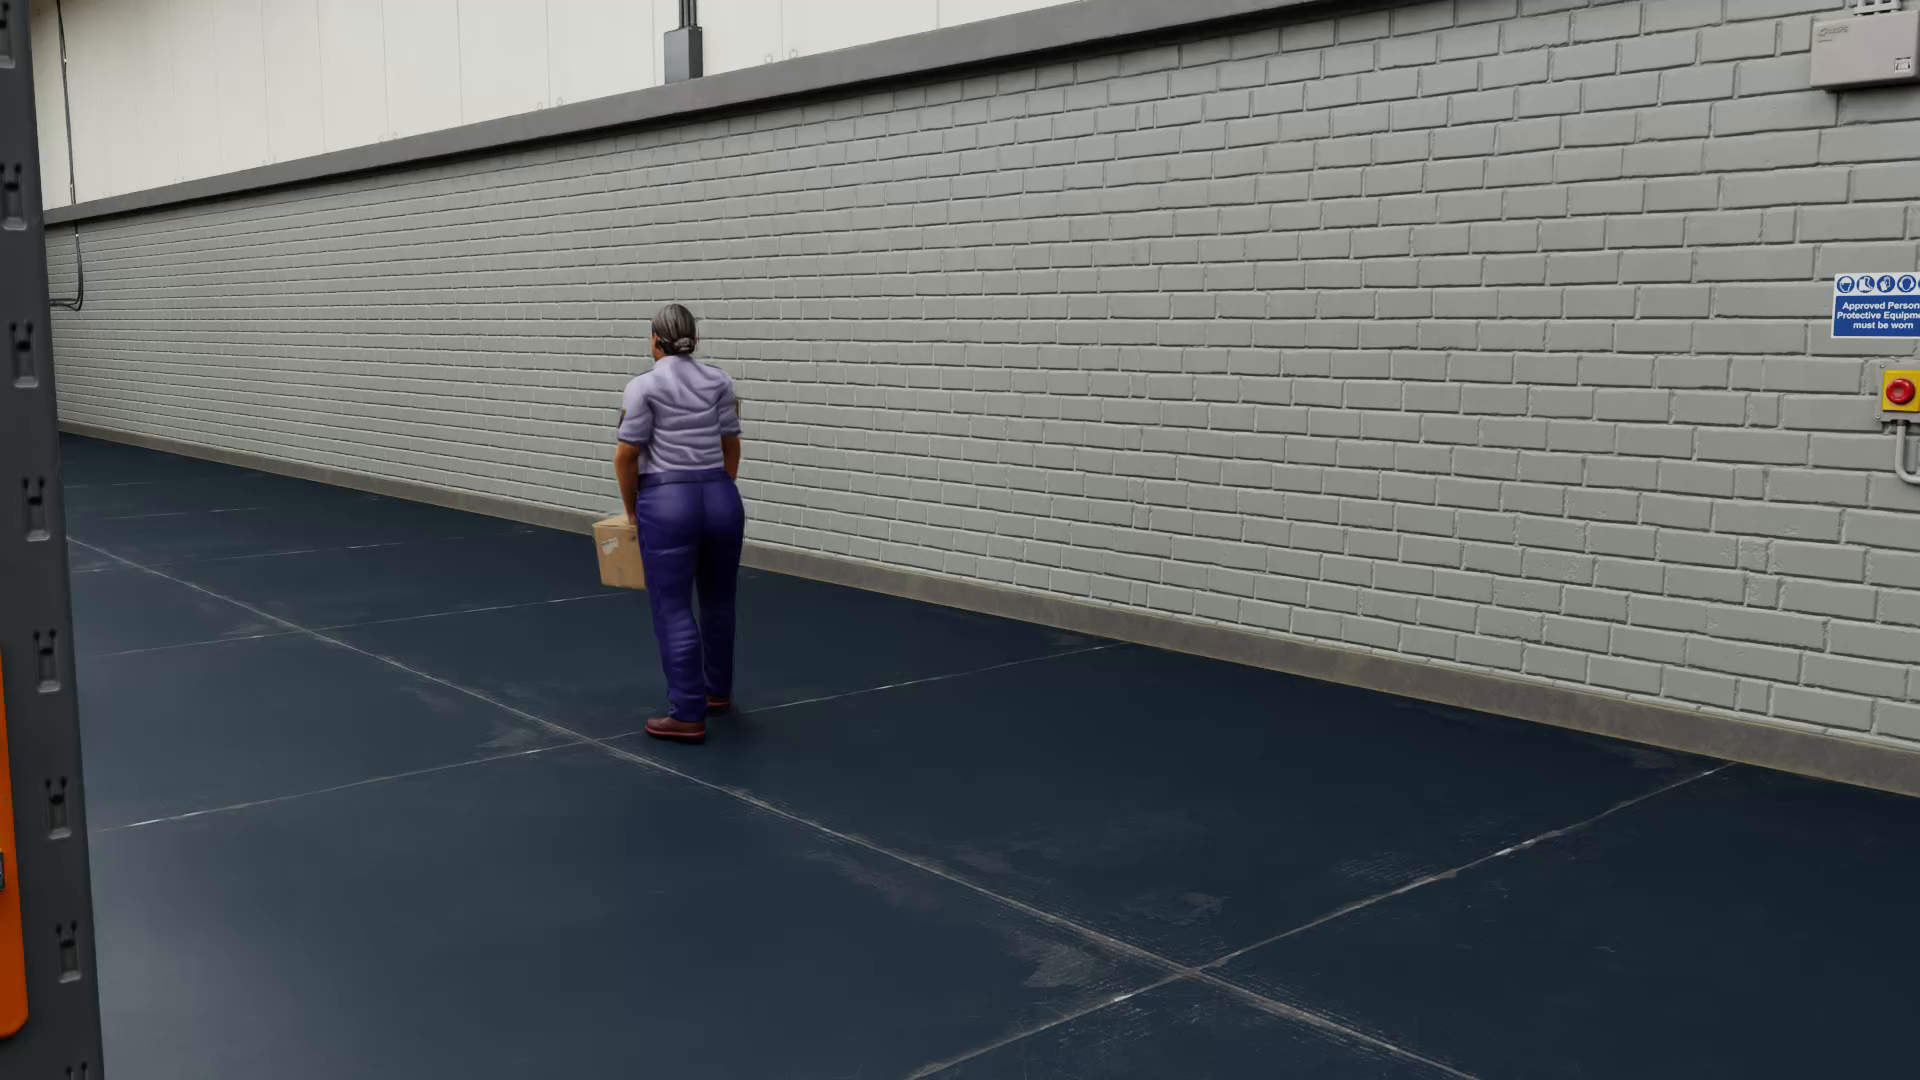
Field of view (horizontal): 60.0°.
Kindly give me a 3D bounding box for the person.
[{"bbox_3d":[-1.101,-0.092,6.489,0.552,1.641,0.663,-5,9,-33],"label":"person"}]
